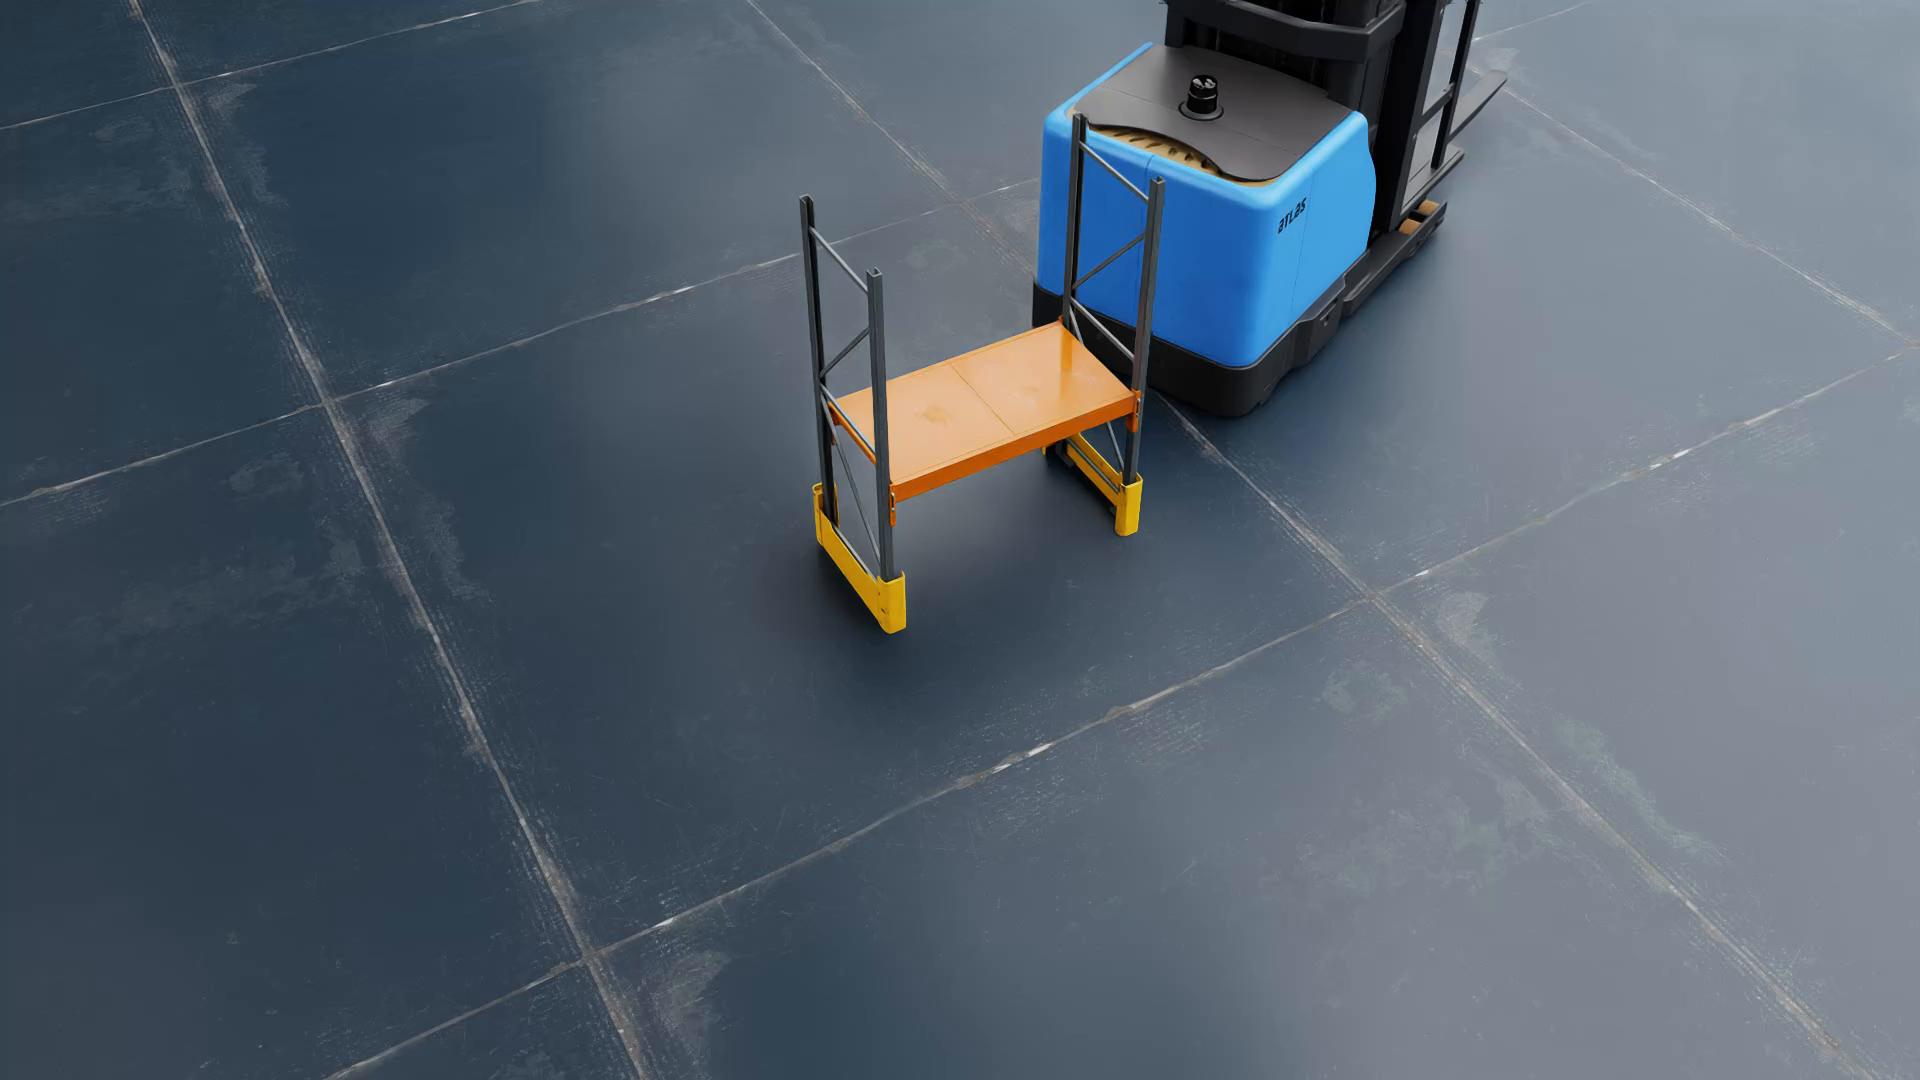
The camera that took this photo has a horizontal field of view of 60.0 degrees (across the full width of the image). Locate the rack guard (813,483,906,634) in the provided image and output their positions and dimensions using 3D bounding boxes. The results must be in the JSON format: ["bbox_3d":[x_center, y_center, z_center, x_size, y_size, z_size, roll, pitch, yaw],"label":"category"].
[{"bbox_3d":[-0.366,0.057,6.012,0.087,0.250,0.587,-22,48,-21],"label":"rack guard"}]

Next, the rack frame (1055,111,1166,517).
[{"bbox_3d":[0.515,-0.744,5.940,0.032,1.500,0.500,-22,48,-21],"label":"rack frame"}]

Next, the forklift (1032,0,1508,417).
[{"bbox_3d":[1.585,-2.528,6.751,1.130,2.935,3.031,27,50,25],"label":"forklift"}]

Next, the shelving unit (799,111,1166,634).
[{"bbox_3d":[0.066,-0.565,5.755,1.083,1.500,0.587,-22,48,-21],"label":"shelving unit"}]

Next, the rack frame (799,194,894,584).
[{"bbox_3d":[-0.367,-0.391,5.576,0.032,1.500,0.500,-22,48,-21],"label":"rack frame"}]

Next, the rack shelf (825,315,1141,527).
[{"bbox_3d":[0.074,-0.439,5.883,1.000,0.185,0.538,-22,48,-21],"label":"rack shelf"}]

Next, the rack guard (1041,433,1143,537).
[{"bbox_3d":[0.498,-0.289,6.368,0.087,0.250,0.587,-22,48,-21],"label":"rack guard"}]
